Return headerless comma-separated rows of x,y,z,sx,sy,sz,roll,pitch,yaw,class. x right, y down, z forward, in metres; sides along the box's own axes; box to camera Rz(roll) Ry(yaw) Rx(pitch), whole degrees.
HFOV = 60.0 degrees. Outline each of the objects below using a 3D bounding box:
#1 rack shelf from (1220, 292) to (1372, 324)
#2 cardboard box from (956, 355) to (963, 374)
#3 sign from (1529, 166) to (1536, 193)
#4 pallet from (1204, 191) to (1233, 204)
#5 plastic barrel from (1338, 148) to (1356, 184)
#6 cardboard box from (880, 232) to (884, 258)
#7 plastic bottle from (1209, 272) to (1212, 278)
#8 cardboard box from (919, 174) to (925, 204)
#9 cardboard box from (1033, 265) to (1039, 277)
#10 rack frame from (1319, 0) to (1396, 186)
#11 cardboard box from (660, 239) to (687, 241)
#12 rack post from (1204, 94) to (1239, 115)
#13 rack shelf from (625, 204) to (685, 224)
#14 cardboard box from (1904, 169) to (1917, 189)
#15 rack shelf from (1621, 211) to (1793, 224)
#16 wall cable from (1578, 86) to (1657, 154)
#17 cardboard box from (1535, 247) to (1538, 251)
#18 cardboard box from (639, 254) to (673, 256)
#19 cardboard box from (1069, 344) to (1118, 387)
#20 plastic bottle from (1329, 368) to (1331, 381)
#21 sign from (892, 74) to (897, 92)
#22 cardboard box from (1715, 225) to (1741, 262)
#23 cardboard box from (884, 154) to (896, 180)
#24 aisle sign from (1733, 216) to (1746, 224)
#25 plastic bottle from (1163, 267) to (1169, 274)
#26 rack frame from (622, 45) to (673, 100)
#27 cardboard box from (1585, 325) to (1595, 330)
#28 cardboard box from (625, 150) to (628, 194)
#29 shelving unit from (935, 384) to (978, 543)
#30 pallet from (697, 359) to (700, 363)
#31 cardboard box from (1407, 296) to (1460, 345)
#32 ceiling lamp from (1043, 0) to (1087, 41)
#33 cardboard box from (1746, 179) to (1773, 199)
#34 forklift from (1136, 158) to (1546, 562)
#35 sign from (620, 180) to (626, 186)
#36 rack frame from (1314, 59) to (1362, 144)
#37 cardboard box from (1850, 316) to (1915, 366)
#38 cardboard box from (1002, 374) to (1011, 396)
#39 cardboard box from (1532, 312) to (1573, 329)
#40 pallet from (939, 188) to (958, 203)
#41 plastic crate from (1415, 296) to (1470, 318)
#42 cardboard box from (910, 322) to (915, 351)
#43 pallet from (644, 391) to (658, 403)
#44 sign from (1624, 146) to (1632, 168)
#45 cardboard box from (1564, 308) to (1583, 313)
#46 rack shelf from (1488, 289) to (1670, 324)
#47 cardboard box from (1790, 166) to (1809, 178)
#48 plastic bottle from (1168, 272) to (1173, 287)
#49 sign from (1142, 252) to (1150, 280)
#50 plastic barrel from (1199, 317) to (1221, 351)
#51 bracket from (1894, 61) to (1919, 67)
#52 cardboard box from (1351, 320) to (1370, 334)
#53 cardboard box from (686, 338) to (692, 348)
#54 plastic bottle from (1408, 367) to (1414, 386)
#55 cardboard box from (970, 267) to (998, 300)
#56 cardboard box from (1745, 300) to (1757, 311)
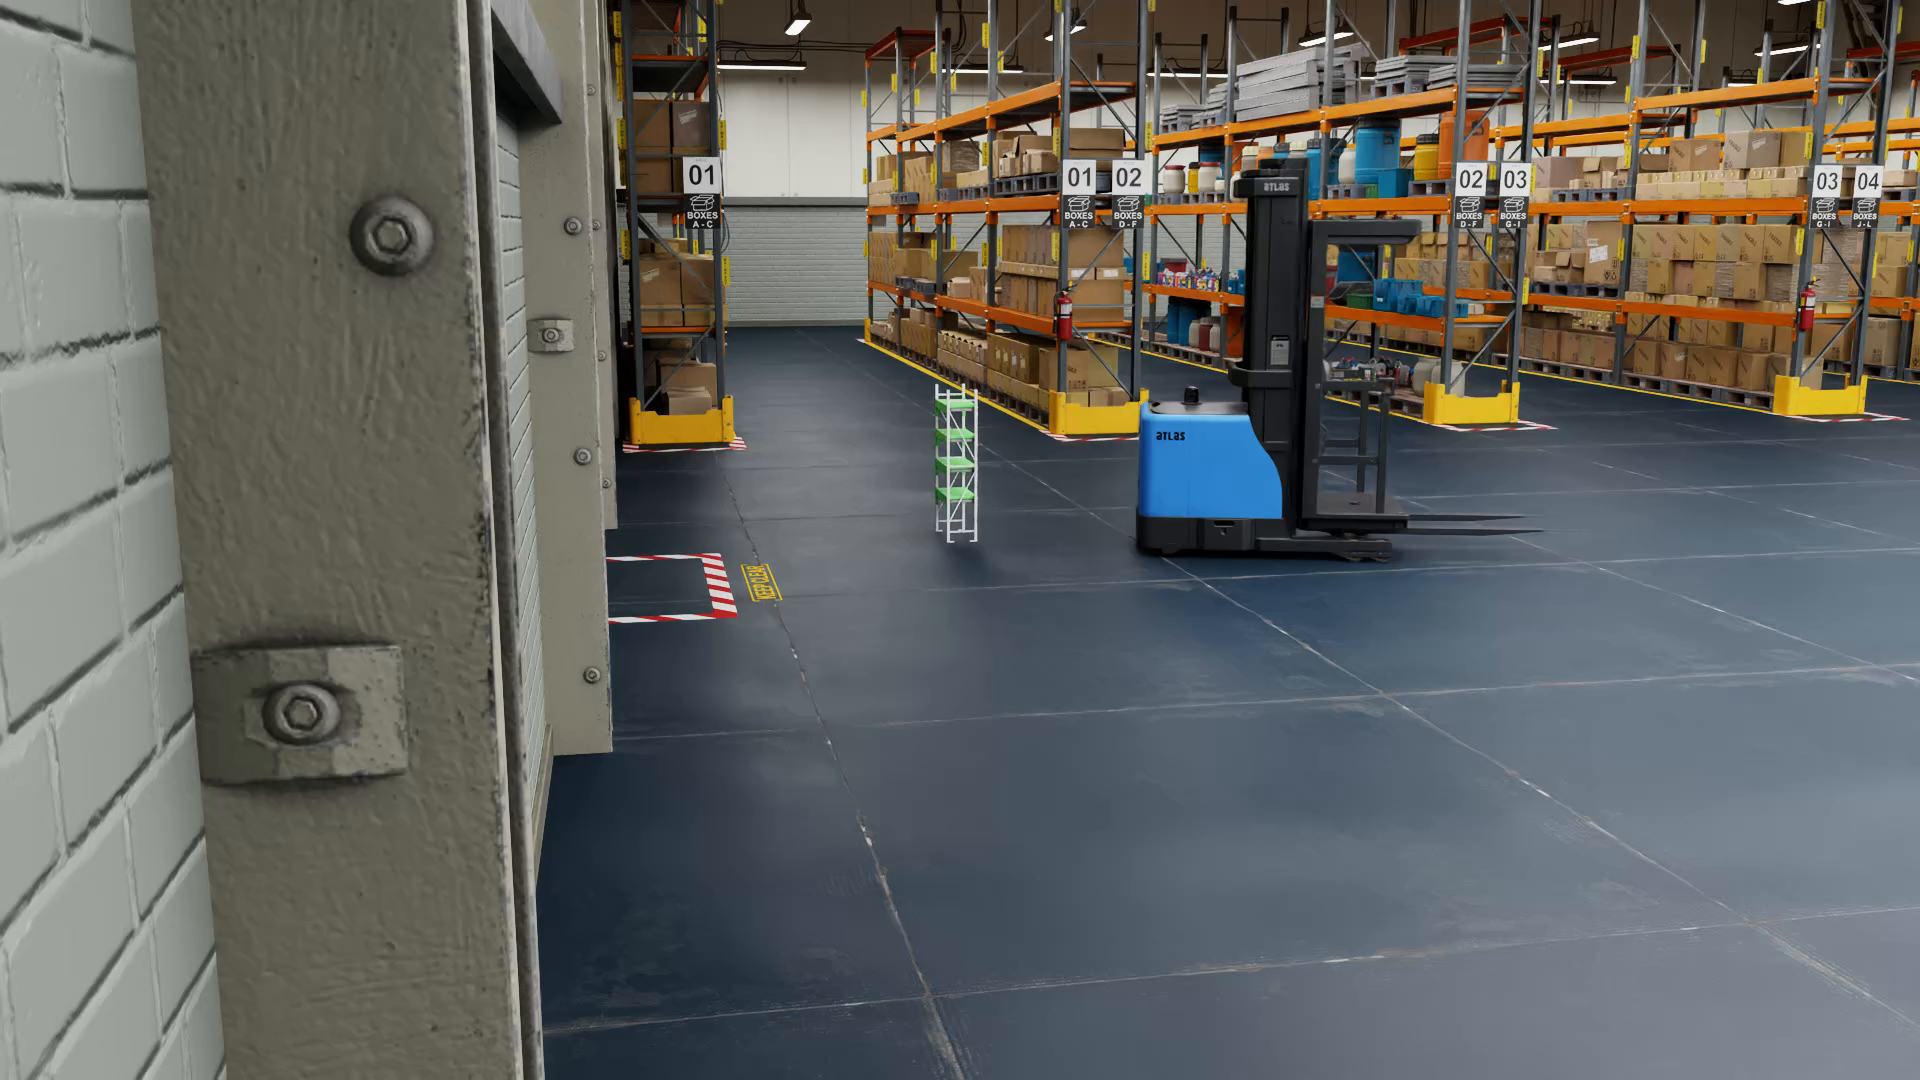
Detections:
5.358,-3.708,26.580,1.077,0.370,4.000,-2,11,-11,rack shelf
0.229,-2.716,25.676,0.500,0.250,0.500,-2,11,-10,cardboard box
7.066,-4.458,20.551,0.100,0.325,0.005,-2,11,-11,sign
4.917,-5.953,28.933,1.003,0.211,1.213,-2,11,-11,pallet
5.639,-5.343,23.803,0.421,0.512,0.421,0,11,0,plastic barrel
-1.317,-5.885,33.151,0.500,0.500,0.500,-2,11,-12,cardboard box
4.662,-4.846,30.979,0.097,0.271,0.097,0,11,0,plastic bottle
-0.208,-6.039,28.614,0.910,0.500,0.500,-2,11,-11,cardboard box
1.151,-3.450,21.298,0.380,0.149,0.250,-2,11,-9,cardboard box
5.747,-6.642,24.025,1.000,3.000,0.127,-2,11,-11,rack frame
-4.689,-4.833,27.442,0.500,0.250,0.500,-2,11,-12,cardboard box
4.788,-7.470,28.576,0.954,0.300,0.937,-2,11,-11,rack post
-5.137,-5.555,28.261,1.077,0.370,4.000,-2,11,-11,rack shelf
18.921,-7.010,32.594,0.500,0.500,0.500,-2,11,-10,cardboard box
14.324,-6.257,31.951,1.077,0.370,4.000,-2,11,-11,rack shelf
17.348,-10.443,43.996,2.355,3.000,0.029,-2,11,-11,wall cable
13.102,-6.243,36.912,0.500,0.500,0.500,-2,11,-11,cardboard box
-4.084,-3.545,22.142,0.500,0.500,0.500,-2,11,-12,cardboard box
1.681,-2.204,20.977,0.500,0.500,0.500,-2,11,-11,cardboard box
5.419,-2.424,24.219,0.097,0.201,0.097,0,11,0,plastic bottle
-1.204,-8.411,30.610,0.100,0.325,0.005,-2,11,-11,sign
10.837,-4.103,22.993,0.500,0.500,0.500,-2,11,-11,cardboard box
-1.108,-7.359,32.872,0.700,0.500,0.500,-2,11,-11,cardboard box
18.283,-7.738,38.874,0.394,0.787,0.004,-2,11,-11,aisle sign
3.950,-5.054,31.859,0.144,0.351,0.185,-2,11,-11,plastic bottle
-6.304,-8.482,33.695,1.000,3.000,0.127,-2,11,-11,rack frame
13.441,-4.466,35.140,0.380,0.149,0.250,-2,11,-13,cardboard box
-3.639,-4.290,19.370,0.500,0.500,0.500,-2,11,-11,cardboard box
-0.032,-0.620,13.244,0.258,1.200,0.503,-2,11,-11,shelving unit
-4.828,-2.845,27.582,1.003,0.211,1.213,-2,11,-11,pallet
9.369,-4.224,31.926,1.225,0.875,0.875,-3,11,-13,cardboard box
2.146,-10.742,29.953,0.800,3.185,2.000,-2,11,-11,ceiling lamp
10.941,-4.712,22.308,0.500,0.250,0.500,-2,11,-11,cardboard box
2.888,-1.381,12.611,3.031,2.935,1.130,1,11,5,forklift
-6.070,-6.548,29.958,0.100,0.325,0.005,-2,11,-11,sign
8.272,-9.023,36.534,1.000,3.000,0.127,-2,11,-11,rack frame
15.282,-3.248,27.134,1.050,0.750,0.750,-2,11,-11,cardboard box
0.865,-2.091,22.390,0.500,0.250,0.500,-2,11,-11,cardboard box
10.101,-3.746,28.360,0.500,0.250,0.500,-1,11,-5,cardboard box
0.330,-5.508,26.597,1.213,0.211,1.003,-2,11,-8,pallet
6.135,-2.969,21.170,0.499,0.251,0.616,-2,11,-11,plastic crate
-0.608,-3.684,30.037,0.500,0.500,0.500,-2,11,-10,cardboard box
-3.805,-1.843,22.313,1.003,0.211,1.213,-2,11,-11,pallet
10.062,-5.775,25.057,0.100,0.325,0.005,-2,11,-11,sign
13.344,-4.944,36.059,0.380,0.149,0.250,-2,11,-11,cardboard box
10.217,-3.888,27.526,1.077,0.370,4.000,-2,11,-11,rack shelf
11.024,-4.776,21.582,0.380,0.149,0.250,-2,11,-11,cardboard box
3.975,-4.911,31.318,0.097,0.271,0.097,0,11,0,plastic bottle
2.211,-3.265,19.800,0.100,0.325,0.005,-2,11,-11,sign
4.638,-3.746,30.183,0.600,0.588,0.708,-2,11,-11,plastic barrel
23.457,-11.295,38.847,0.076,0.066,4.783,-2,11,-11,bracket
8.825,-4.794,34.919,0.875,0.875,0.875,-2,11,-11,cardboard box
-4.557,-2.926,26.056,0.700,0.500,0.500,-2,11,-10,cardboard box
6.353,-2.299,23.374,0.097,0.271,0.097,0,11,0,plastic bottle
0.452,-3.991,25.874,0.500,0.500,0.500,-3,11,-14,cardboard box
10.945,-3.199,22.652,0.380,0.149,0.250,-2,11,-11,cardboard box
